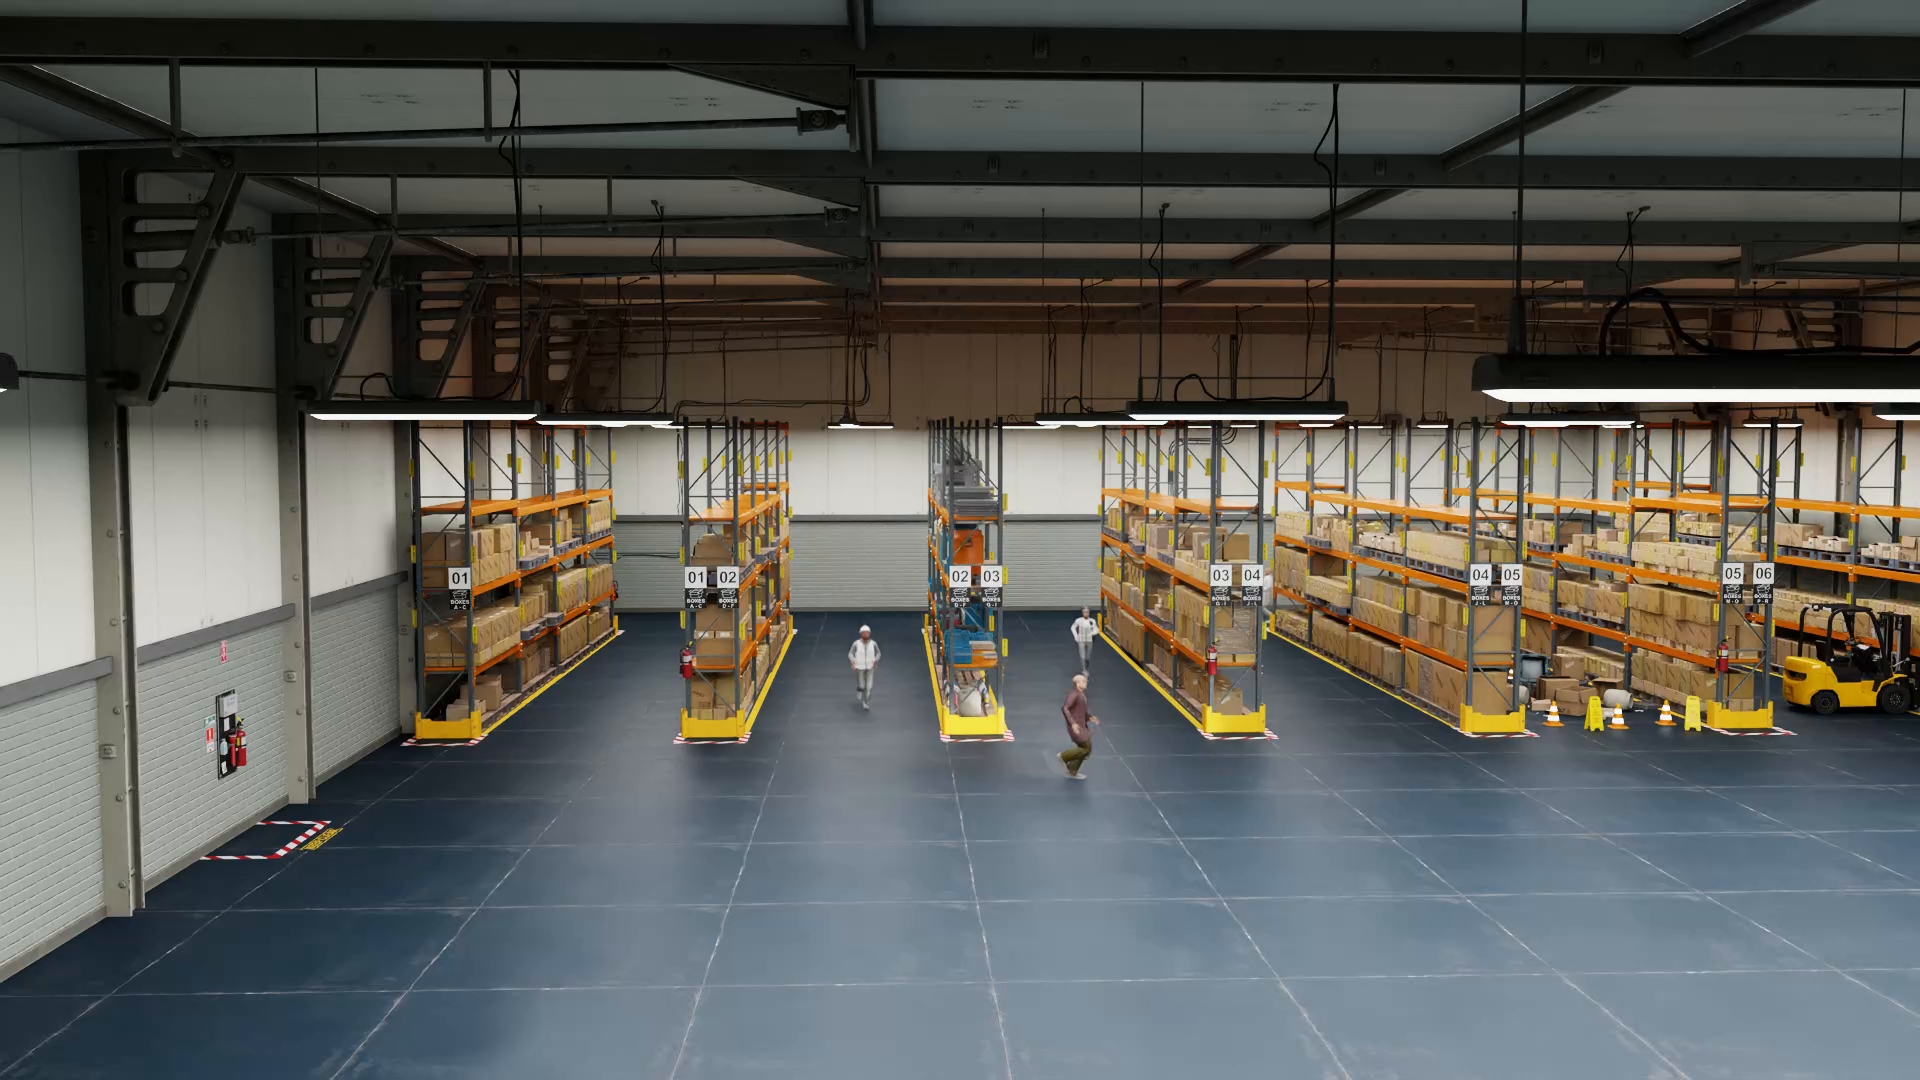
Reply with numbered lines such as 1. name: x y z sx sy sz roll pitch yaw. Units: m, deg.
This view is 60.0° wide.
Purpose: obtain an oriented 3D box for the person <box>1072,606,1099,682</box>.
1. person: 2.895 2.376 38.319 0.608 1.729 0.754 0 4 -5

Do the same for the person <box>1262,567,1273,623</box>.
1. person: 8.909 1.657 49.109 0.890 1.727 0.795 1 4 9

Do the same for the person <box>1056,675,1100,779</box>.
1. person: 1.945 3.076 27.366 0.671 1.726 0.696 1 4 19

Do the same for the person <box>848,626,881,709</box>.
1. person: -1.951 2.636 34.308 0.672 1.728 0.573 -1 4 -10
